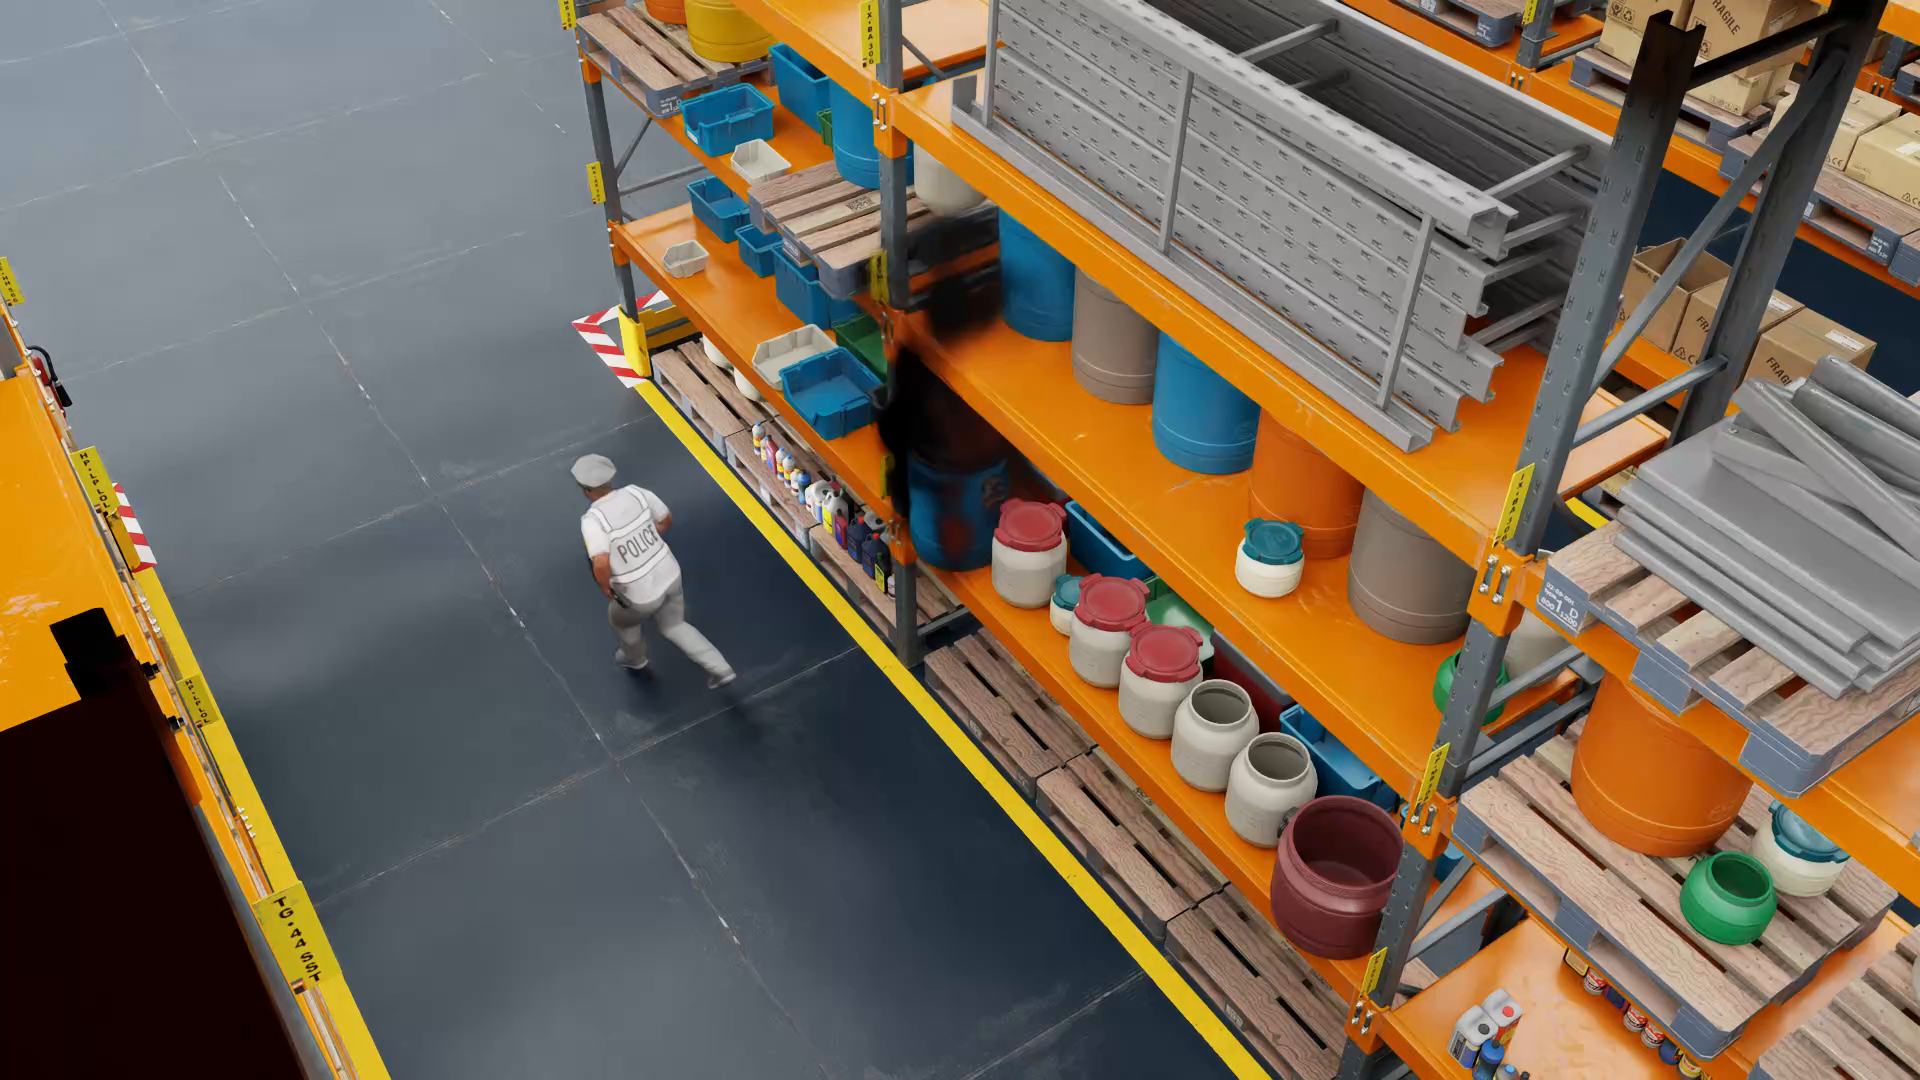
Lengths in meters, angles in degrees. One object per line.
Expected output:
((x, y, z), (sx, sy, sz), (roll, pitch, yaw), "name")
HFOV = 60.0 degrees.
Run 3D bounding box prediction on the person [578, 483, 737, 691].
((-1.861, 0.351, 10.200), (1.014, 1.691, 0.693), (20, 46, 21), "person")
